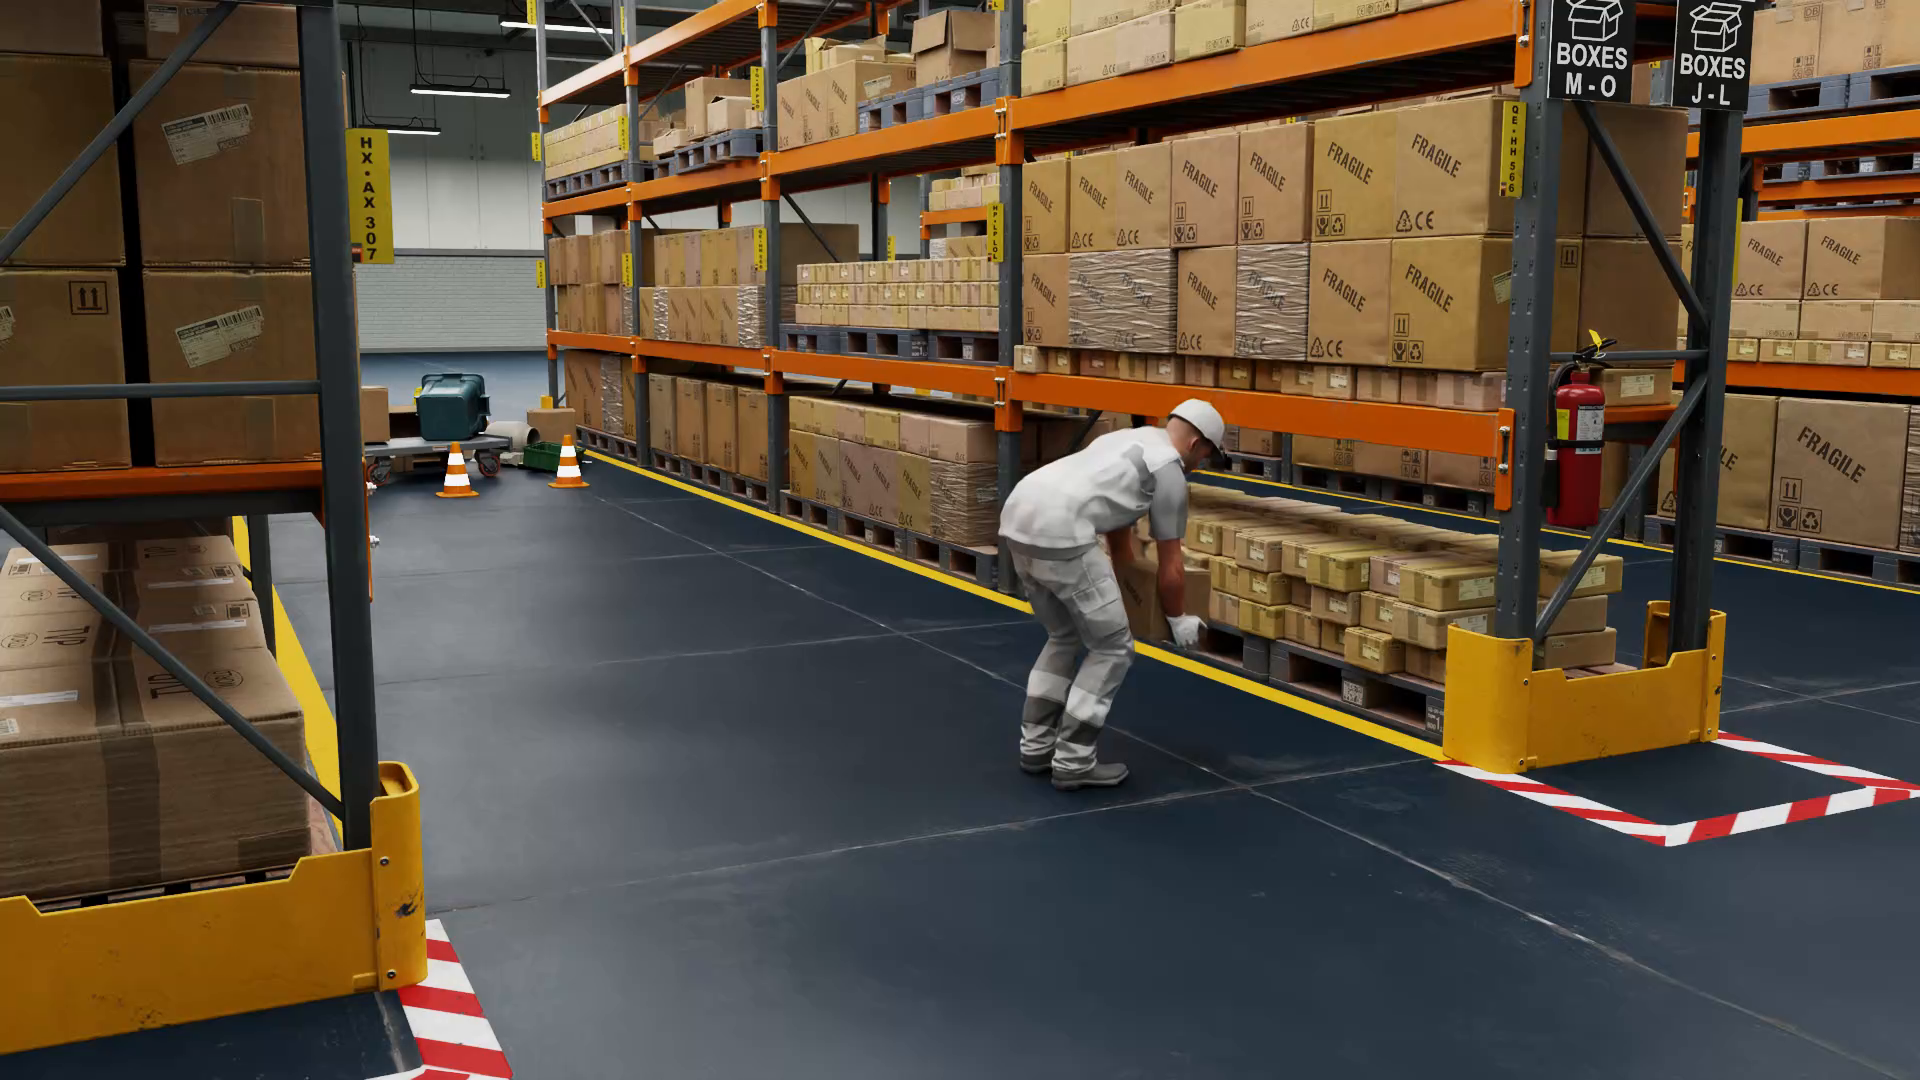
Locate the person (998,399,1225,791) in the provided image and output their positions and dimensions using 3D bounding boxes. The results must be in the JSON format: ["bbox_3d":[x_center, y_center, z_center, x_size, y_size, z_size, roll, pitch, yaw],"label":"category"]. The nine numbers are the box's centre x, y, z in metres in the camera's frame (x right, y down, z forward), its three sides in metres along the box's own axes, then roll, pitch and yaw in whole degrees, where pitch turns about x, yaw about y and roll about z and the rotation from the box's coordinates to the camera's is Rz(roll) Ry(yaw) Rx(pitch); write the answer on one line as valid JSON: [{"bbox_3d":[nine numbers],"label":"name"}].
[{"bbox_3d":[0.578,0.174,6.052,0.899,1.354,0.497,-4,10,-28],"label":"person"}]
